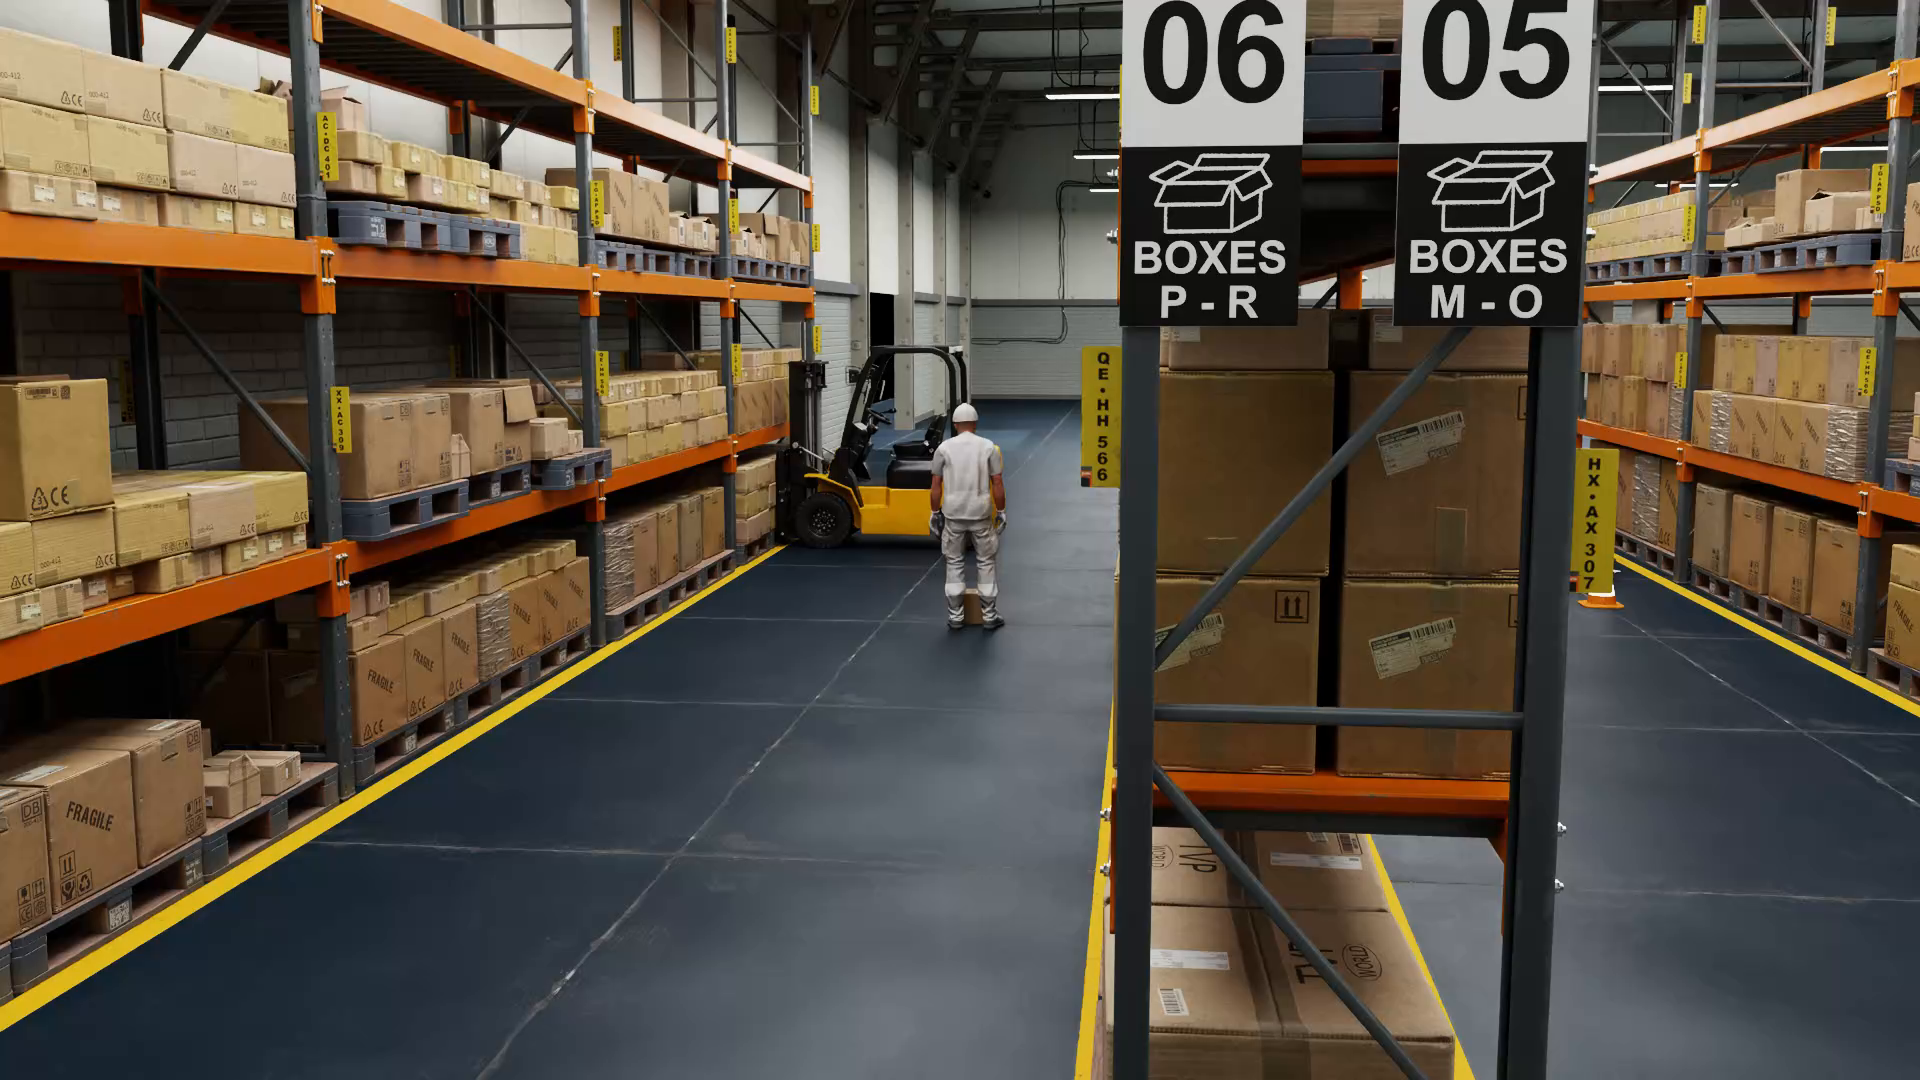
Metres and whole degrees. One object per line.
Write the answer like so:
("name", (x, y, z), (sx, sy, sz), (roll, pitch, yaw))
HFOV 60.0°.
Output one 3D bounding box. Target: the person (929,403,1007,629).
("person", (0.062, -0.190, 13.172), (0.619, 1.779, 0.448), (0, 8, 3))
